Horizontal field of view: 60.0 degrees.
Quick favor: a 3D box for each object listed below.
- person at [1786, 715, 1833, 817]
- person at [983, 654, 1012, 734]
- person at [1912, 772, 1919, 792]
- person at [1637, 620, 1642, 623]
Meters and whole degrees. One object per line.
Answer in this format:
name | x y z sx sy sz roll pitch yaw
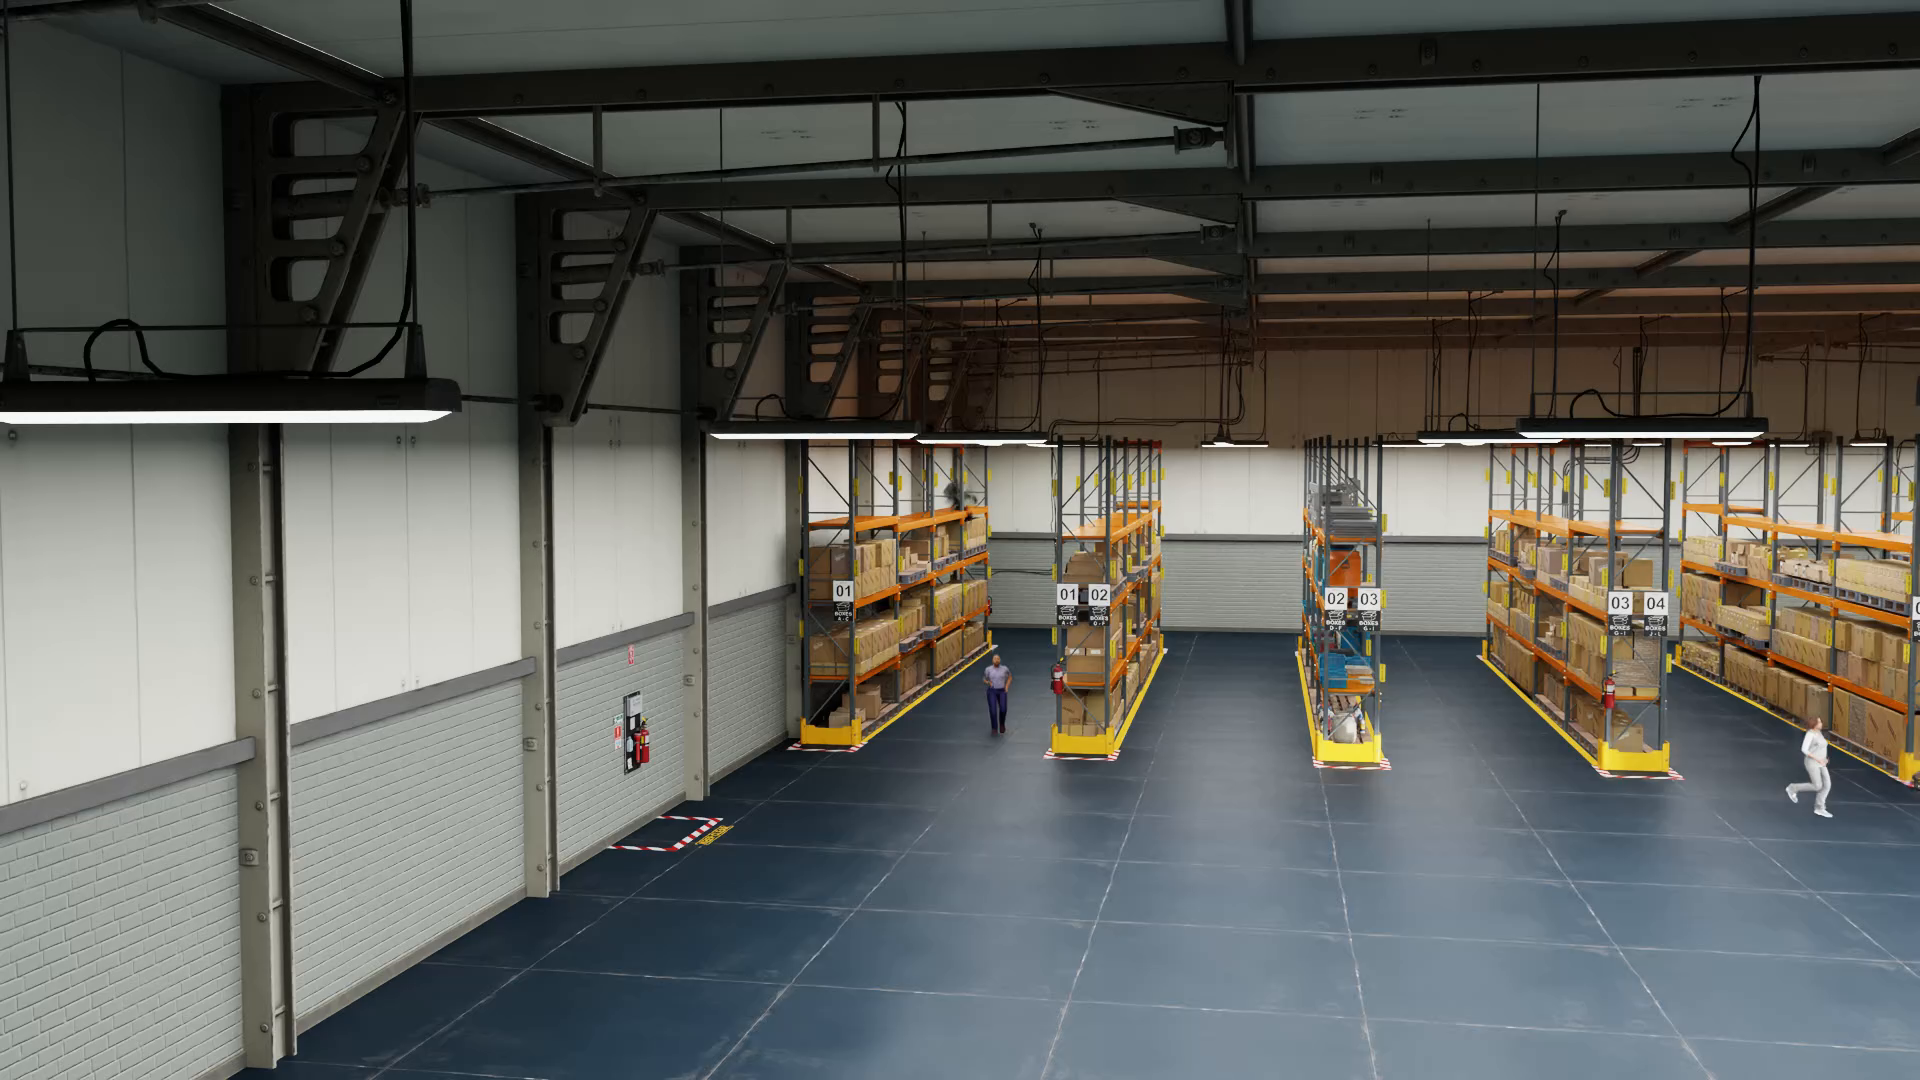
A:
person | 13.397 3.537 26.163 0.546 1.575 0.691 -3 4 -41
person | 0.752 3.110 33.404 0.591 1.606 0.576 0 3 -1
person | 16.134 3.453 27.395 0.673 1.566 0.638 -2 4 -37
person | 17.979 2.497 44.658 0.648 1.668 0.670 -2 4 -39
